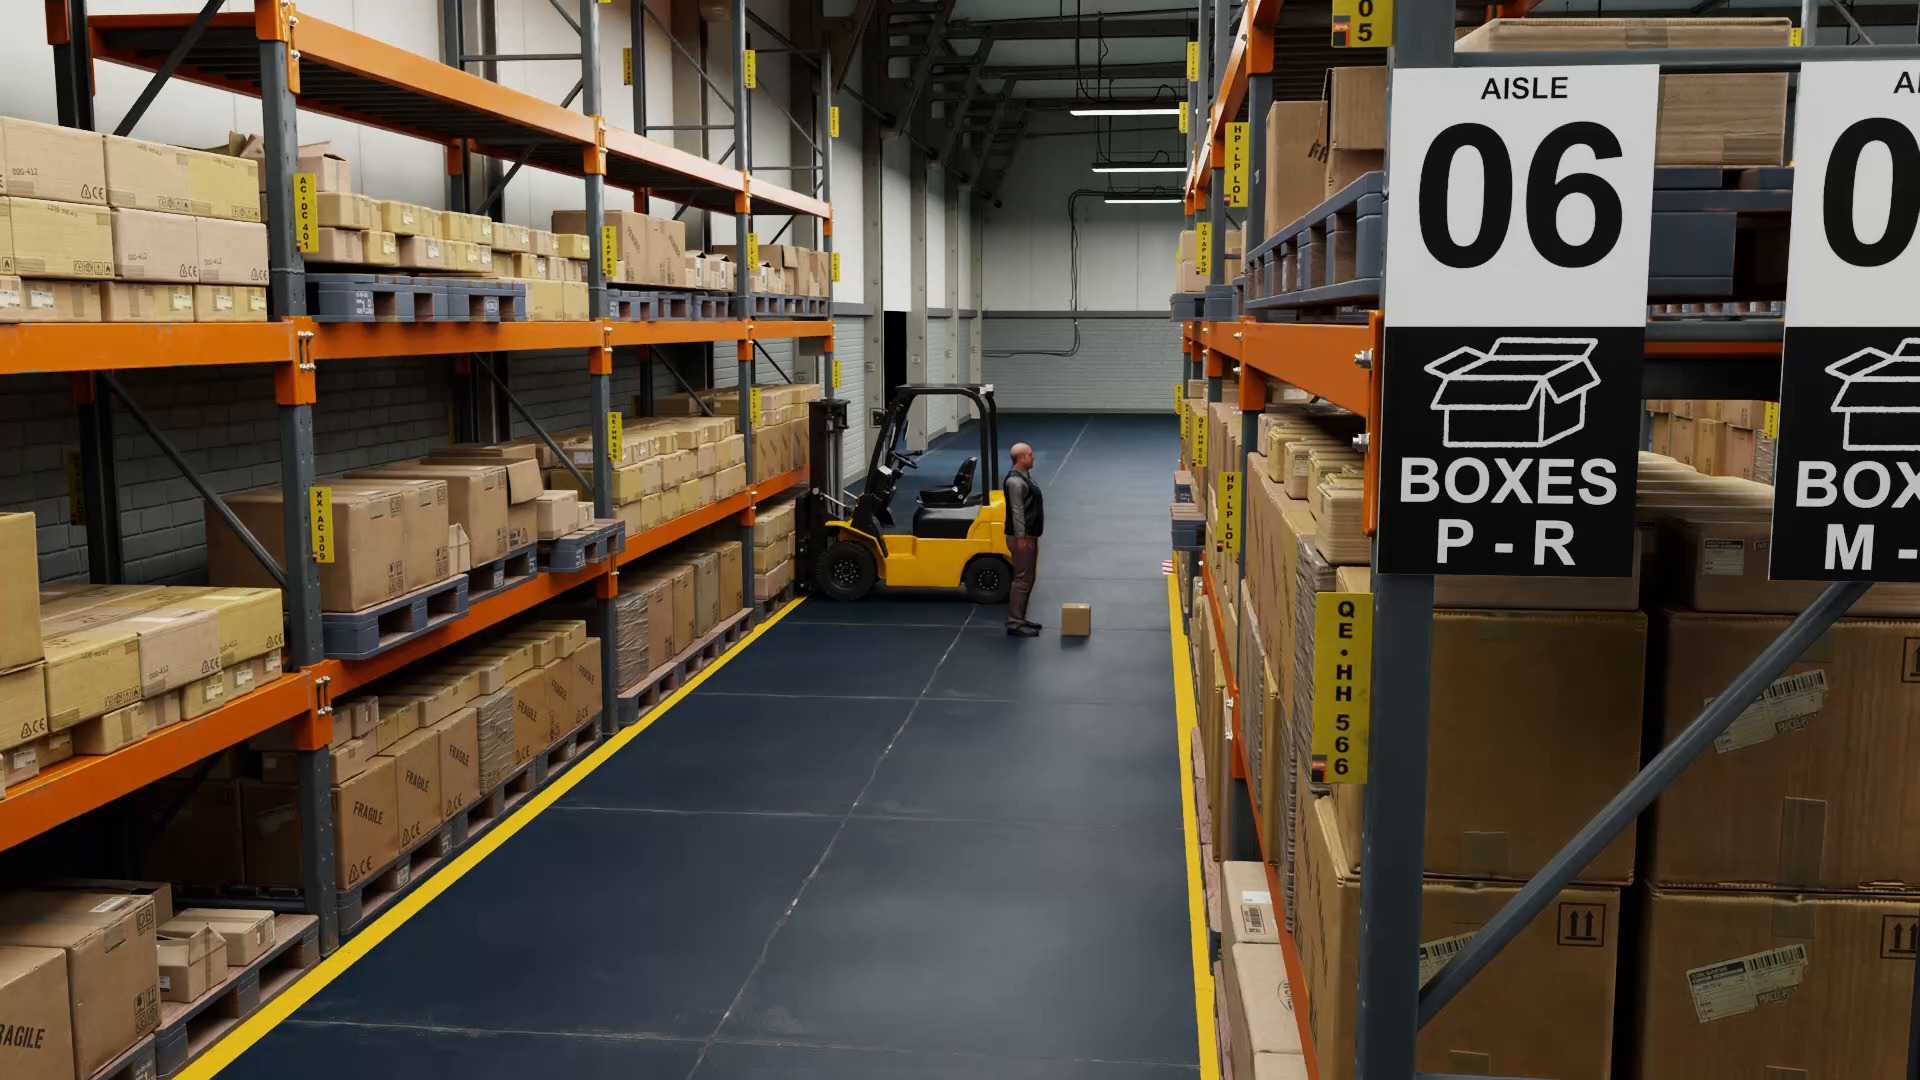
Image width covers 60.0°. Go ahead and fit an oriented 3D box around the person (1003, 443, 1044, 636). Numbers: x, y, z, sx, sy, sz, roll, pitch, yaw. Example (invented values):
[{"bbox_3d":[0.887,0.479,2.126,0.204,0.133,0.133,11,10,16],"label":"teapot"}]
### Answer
[{"bbox_3d":[0.577,-0.013,15.035,0.358,1.725,0.531,1,8,8],"label":"person"}]
